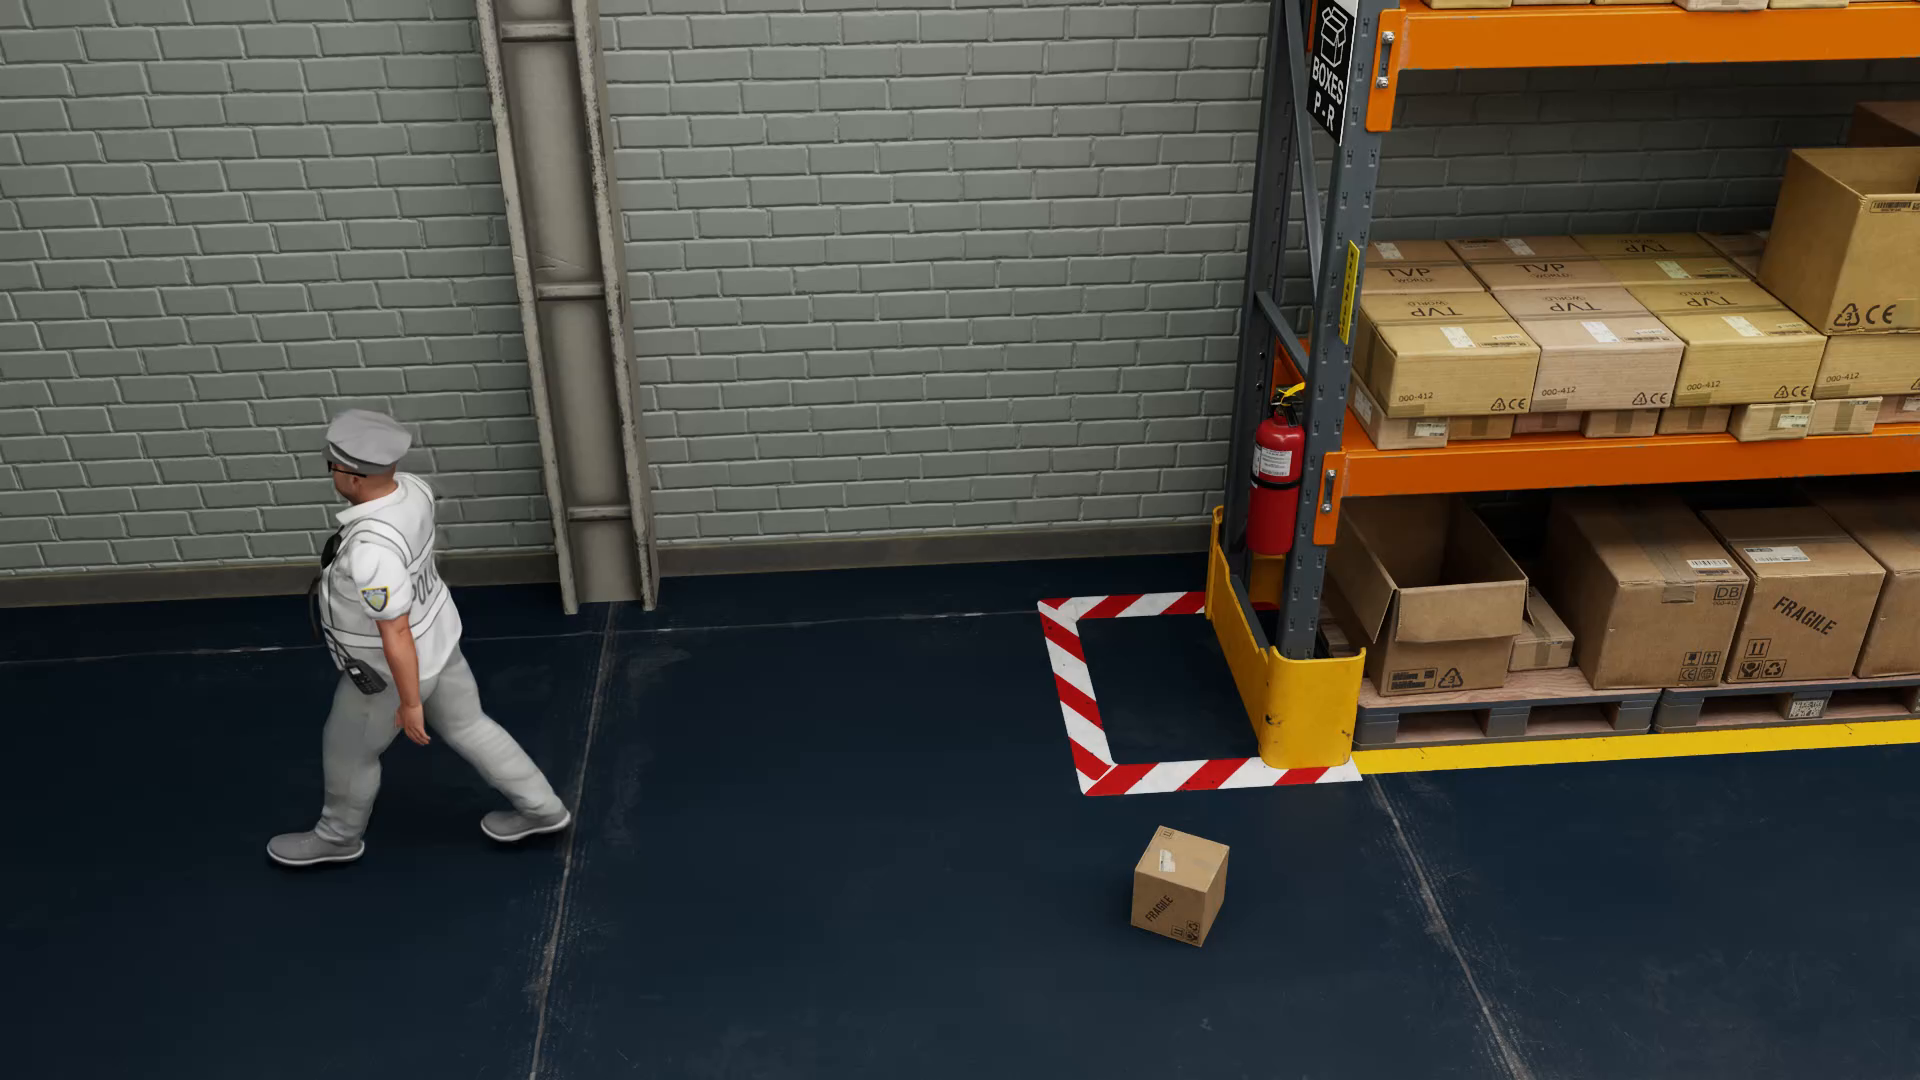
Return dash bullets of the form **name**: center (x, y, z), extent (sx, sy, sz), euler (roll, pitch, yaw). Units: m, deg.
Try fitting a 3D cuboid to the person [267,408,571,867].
- **person**: center (-1.913, 0.342, 5.528), extent (1.040, 1.722, 0.564), euler (3, 31, 5)
